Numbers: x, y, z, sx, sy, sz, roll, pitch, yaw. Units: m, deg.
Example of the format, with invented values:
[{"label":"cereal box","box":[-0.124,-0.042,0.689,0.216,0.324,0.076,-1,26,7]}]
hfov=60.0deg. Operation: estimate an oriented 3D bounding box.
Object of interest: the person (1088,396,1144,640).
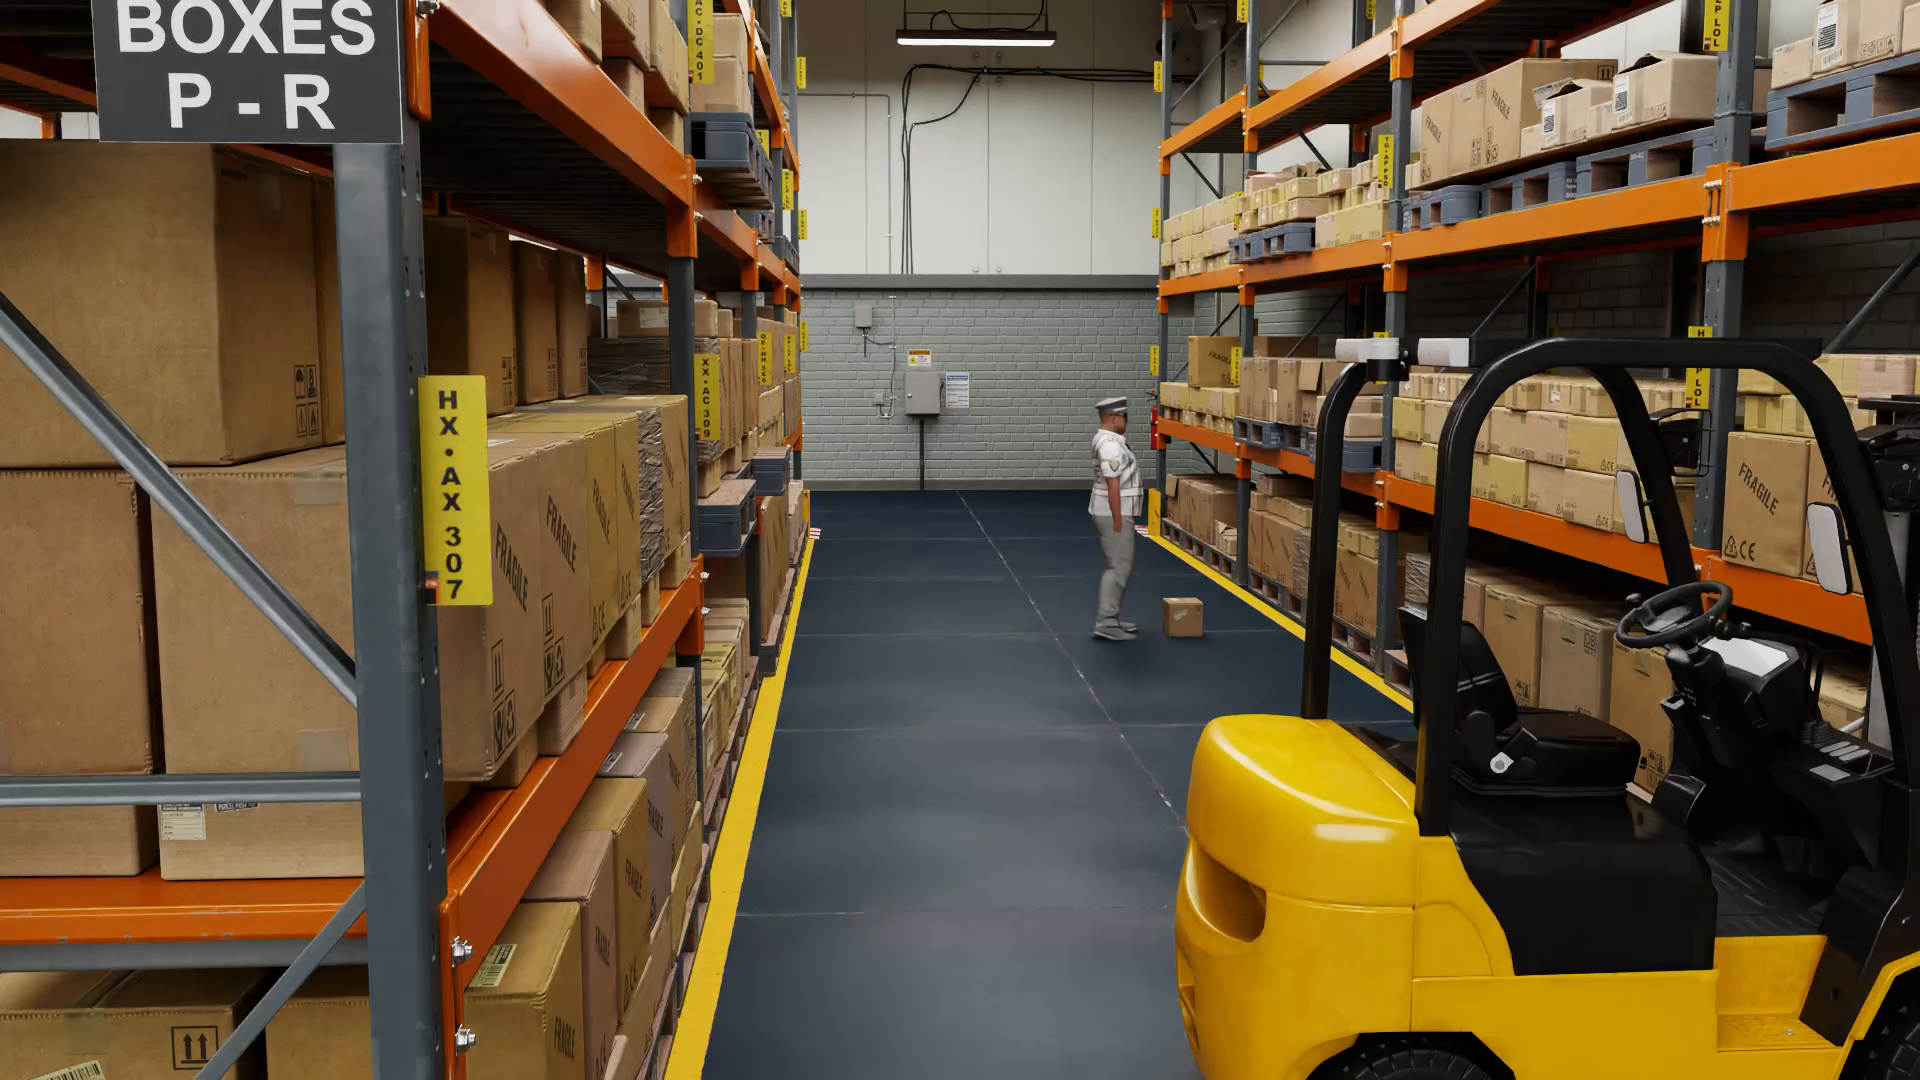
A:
[{"label":"person","box":[1.140,-0.160,12.167,0.392,1.778,0.529,0,7,-2]}]
